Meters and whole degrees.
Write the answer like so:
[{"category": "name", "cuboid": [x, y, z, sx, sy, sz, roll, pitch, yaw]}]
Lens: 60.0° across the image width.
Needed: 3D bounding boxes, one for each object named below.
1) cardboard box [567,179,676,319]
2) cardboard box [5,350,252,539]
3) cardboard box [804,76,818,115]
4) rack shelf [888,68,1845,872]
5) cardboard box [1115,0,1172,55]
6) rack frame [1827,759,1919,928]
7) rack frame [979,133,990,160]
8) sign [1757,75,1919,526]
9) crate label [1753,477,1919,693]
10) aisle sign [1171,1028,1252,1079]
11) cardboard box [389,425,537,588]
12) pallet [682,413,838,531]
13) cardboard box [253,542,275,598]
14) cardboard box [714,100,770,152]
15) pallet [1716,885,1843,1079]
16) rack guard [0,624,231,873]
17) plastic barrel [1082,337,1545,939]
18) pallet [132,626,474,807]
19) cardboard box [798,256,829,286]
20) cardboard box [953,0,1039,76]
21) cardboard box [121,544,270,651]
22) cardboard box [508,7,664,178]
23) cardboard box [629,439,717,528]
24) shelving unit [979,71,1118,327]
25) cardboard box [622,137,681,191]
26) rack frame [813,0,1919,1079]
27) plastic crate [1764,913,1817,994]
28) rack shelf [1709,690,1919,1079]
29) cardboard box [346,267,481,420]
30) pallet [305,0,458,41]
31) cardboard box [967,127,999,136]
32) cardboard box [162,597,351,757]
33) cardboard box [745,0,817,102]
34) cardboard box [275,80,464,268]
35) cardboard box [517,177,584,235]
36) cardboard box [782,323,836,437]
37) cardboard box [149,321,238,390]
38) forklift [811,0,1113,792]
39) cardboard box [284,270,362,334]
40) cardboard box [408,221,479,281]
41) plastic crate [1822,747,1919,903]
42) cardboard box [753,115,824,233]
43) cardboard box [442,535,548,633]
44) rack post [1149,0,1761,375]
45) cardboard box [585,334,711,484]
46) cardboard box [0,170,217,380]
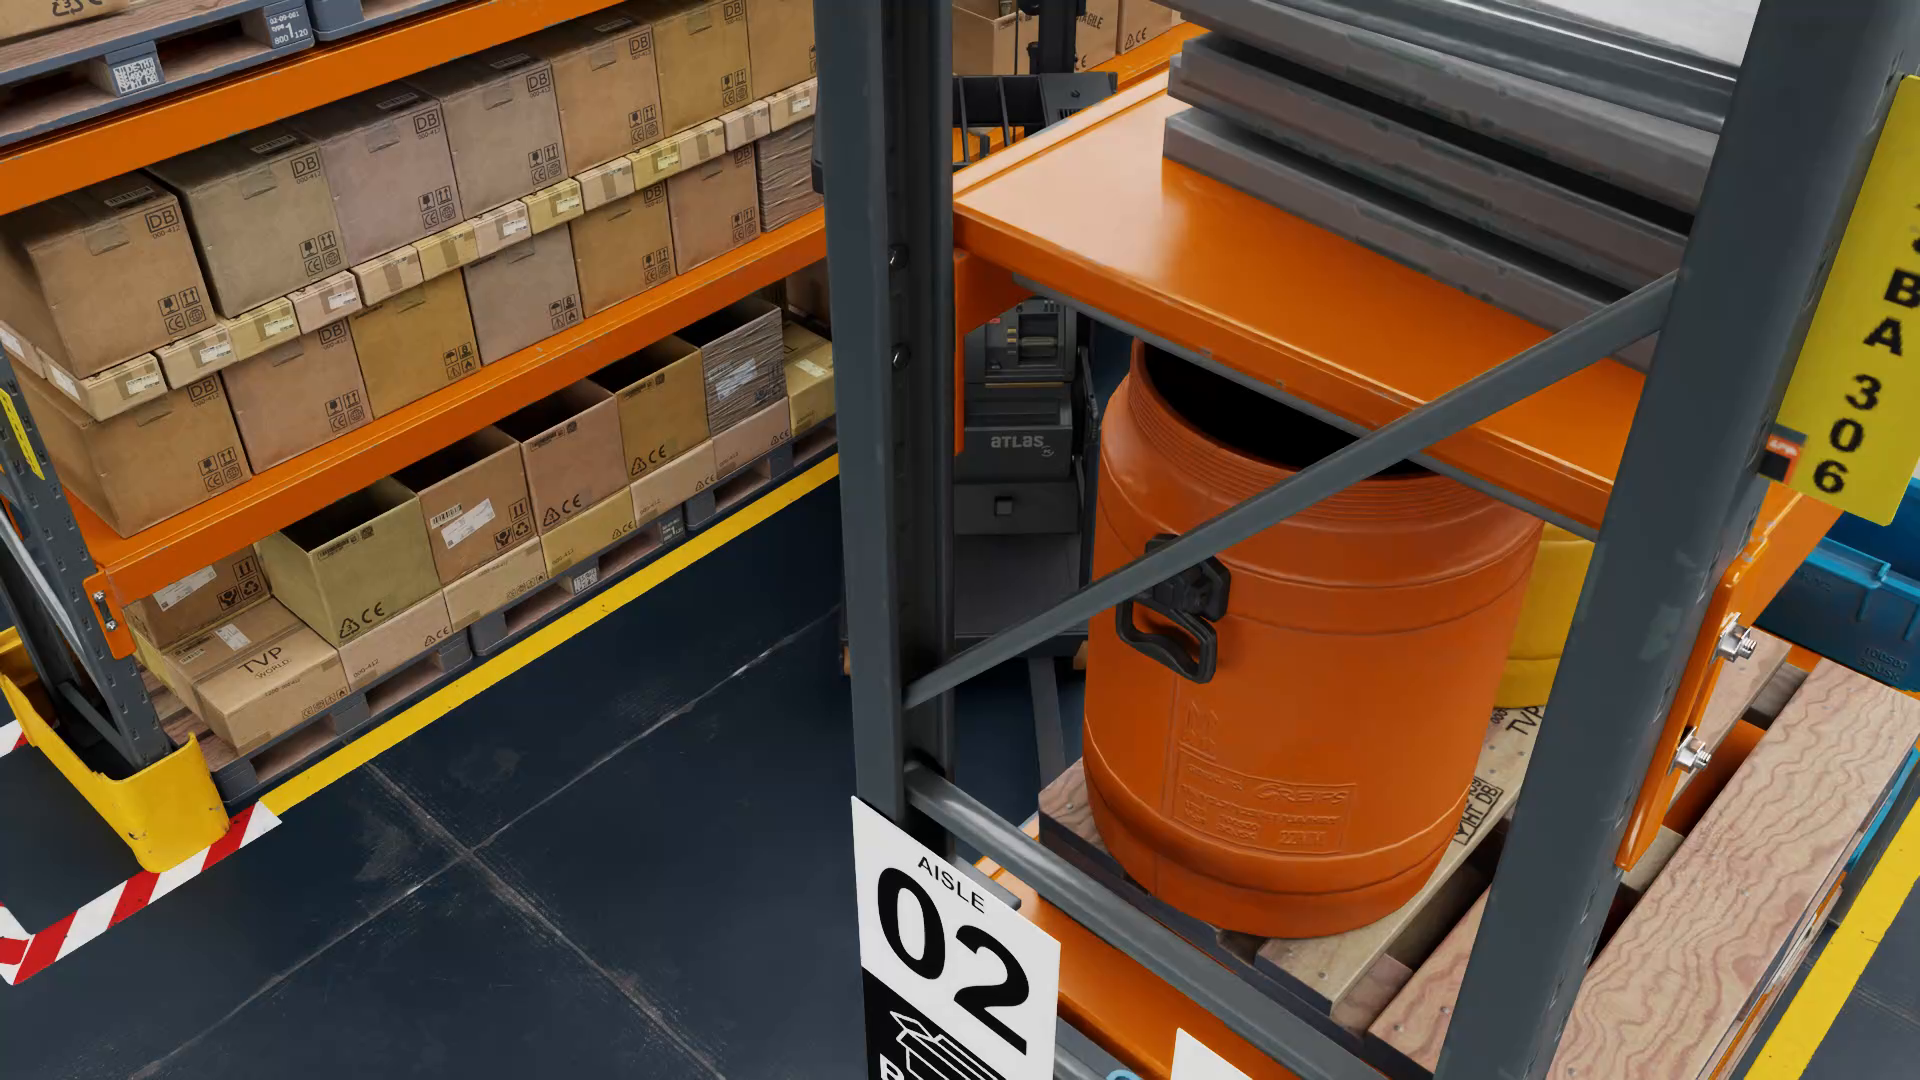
[{"category": "cardboard box", "cuboid": [-1.686, -1.403, 7.308, 0.700, 0.500, 0.500, 30, 48, 32]}, {"category": "cardboard box", "cuboid": [-3.074, -0.455, 6.115, 0.700, 0.500, 0.500, 30, 47, 32]}, {"category": "cardboard box", "cuboid": [-0.725, -2.122, 7.691, 0.380, 0.149, 0.250, 30, 47, 32]}, {"category": "rack shelf", "cuboid": [1.605, -0.954, 2.902, 1.077, 0.370, 4.000, 30, 47, 32]}, {"category": "cardboard box", "cuboid": [0.879, -3.143, 9.496, 0.500, 0.500, 0.500, 27, 46, 30]}, {"category": "rack frame", "cuboid": [2.954, 0.037, 5.577, 1.000, 3.000, 0.127, 30, 47, 32]}, {"category": "rack frame", "cuboid": [0.292, -1.292, 8.454, 0.500, 1.500, 0.032, 29, 47, 31]}, {"category": "sign", "cuboid": [0.659, -0.158, 1.171, 0.100, 0.325, 0.005, 30, 47, 32]}, {"category": "crate label", "cuboid": [1.763, 0.038, 3.285, 0.502, 0.251, 0.408, 30, 47, 32]}, {"category": "aisle sign", "cuboid": [0.424, 1.013, 2.260, 0.394, 0.787, 0.004, 30, 47, 32]}, {"category": "cardboard box", "cuboid": [-2.208, -0.207, 7.153, 0.500, 0.500, 0.500, 30, 47, 32]}, {"category": "pallet", "cuboid": [-1.267, -0.605, 8.625, 1.003, 0.211, 1.213, 30, 47, 32]}, {"category": "cardboard box", "cuboid": [-2.926, 0.100, 7.370, 0.500, 0.250, 0.500, 30, 47, 32]}, {"category": "cardboard box", "cuboid": [-1.068, -1.888, 7.397, 0.380, 0.149, 0.250, 28, 46, 31]}, {"category": "pallet", "cuboid": [2.471, 1.420, 6.079, 1.003, 0.211, 1.213, 30, 47, 32]}, {"category": "rack guard", "cuboid": [-3.414, 0.783, 6.647, 1.175, 0.500, 0.348, 30, 47, 32]}, {"category": "plastic barrel", "cuboid": [0.490, 0.092, 2.416, 0.600, 0.830, 0.708, 30, 47, 32]}, {"category": "pallet", "cuboid": [-2.913, 0.516, 7.215, 1.003, 0.211, 1.213, 30, 47, 32]}, {"category": "cardboard box", "cuboid": [-0.638, -1.658, 9.130, 0.500, 0.311, 0.500, 30, 47, 32]}, {"category": "cardboard box", "cuboid": [0.186, -2.671, 8.903, 0.500, 0.500, 0.500, -30, 48, -33]}, {"category": "cardboard box", "cuboid": [-3.256, 0.040, 6.842, 0.500, 0.500, 0.500, 30, 47, 32]}, {"category": "cardboard box", "cuboid": [-1.672, -1.922, 6.918, 0.700, 0.500, 0.500, 30, 47, 32]}, {"category": "cardboard box", "cuboid": [-1.522, -0.366, 7.956, 0.500, 0.250, 0.500, 30, 47, 32]}, {"category": "shelving unit", "cuboid": [0.631, -1.528, 8.750, 0.538, 1.500, 1.048, 29, 47, 31]}, {"category": "cardboard box", "cuboid": [-1.412, -1.656, 7.104, 0.380, 0.149, 0.250, 29, 47, 32]}, {"category": "rack frame", "cuboid": [0.256, -0.473, 1.398, 1.000, 3.000, 0.127, 30, 47, 32]}, {"category": "plastic crate", "cuboid": [2.046, 0.993, 4.587, 0.530, 0.136, 0.437, 30, 47, 32]}, {"category": "rack shelf", "cuboid": [1.605, 1.238, 4.645, 1.077, 0.370, 4.000, 30, 47, 32]}, {"category": "cardboard box", "cuboid": [-2.384, -0.924, 6.705, 0.700, 0.500, 0.500, 30, 47, 32]}, {"category": "pallet", "cuboid": [-2.079, -2.223, 6.080, 1.003, 0.211, 1.213, 30, 47, 32]}, {"category": "cardboard box", "cuboid": [0.049, -2.267, 8.677, 0.380, 0.149, 0.250, 30, 47, 32]}, {"category": "cardboard box", "cuboid": [-2.872, 0.552, 6.801, 0.500, 0.250, 0.500, 30, 47, 32]}, {"category": "cardboard box", "cuboid": [-0.994, -2.385, 7.500, 0.700, 0.500, 0.500, 30, 47, 32]}, {"category": "cardboard box", "cuboid": [-2.348, -1.463, 6.340, 0.700, 0.500, 0.500, 30, 47, 32]}, {"category": "cardboard box", "cuboid": [-1.759, -1.416, 6.803, 0.380, 0.149, 0.250, 31, 48, 33]}, {"category": "cardboard box", "cuboid": [-0.851, -0.828, 8.536, 0.500, 0.250, 0.500, 30, 47, 32]}, {"category": "cardboard box", "cuboid": [-2.798, -0.712, 5.917, 0.380, 0.149, 0.250, 28, 46, 31]}, {"category": "forklift", "cuboid": [0.022, -0.759, 6.633, 1.130, 2.935, 3.031, -1, 39, -2]}, {"category": "cardboard box", "cuboid": [-2.457, -0.941, 6.205, 0.380, 0.149, 0.250, 29, 47, 31]}, {"category": "cardboard box", "cuboid": [-2.107, -1.182, 6.509, 0.380, 0.149, 0.250, 29, 47, 31]}, {"category": "plastic crate", "cuboid": [2.408, 0.718, 4.840, 0.499, 0.251, 0.616, 30, 47, 32]}, {"category": "cardboard box", "cuboid": [-0.994, -1.877, 7.904, 0.700, 0.500, 0.500, 28, 46, 31]}, {"category": "cardboard box", "cuboid": [-2.200, 0.091, 7.380, 0.500, 0.250, 0.500, 30, 47, 32]}, {"category": "rack post", "cuboid": [0.860, -0.571, 1.924, 0.954, 0.300, 0.937, -29, 47, -31]}, {"category": "cardboard box", "cuboid": [-1.531, -0.665, 7.729, 0.500, 0.500, 0.500, 30, 47, 32]}, {"category": "cardboard box", "cuboid": [-3.038, -0.987, 5.742, 0.700, 0.500, 0.500, 30, 47, 32]}]
